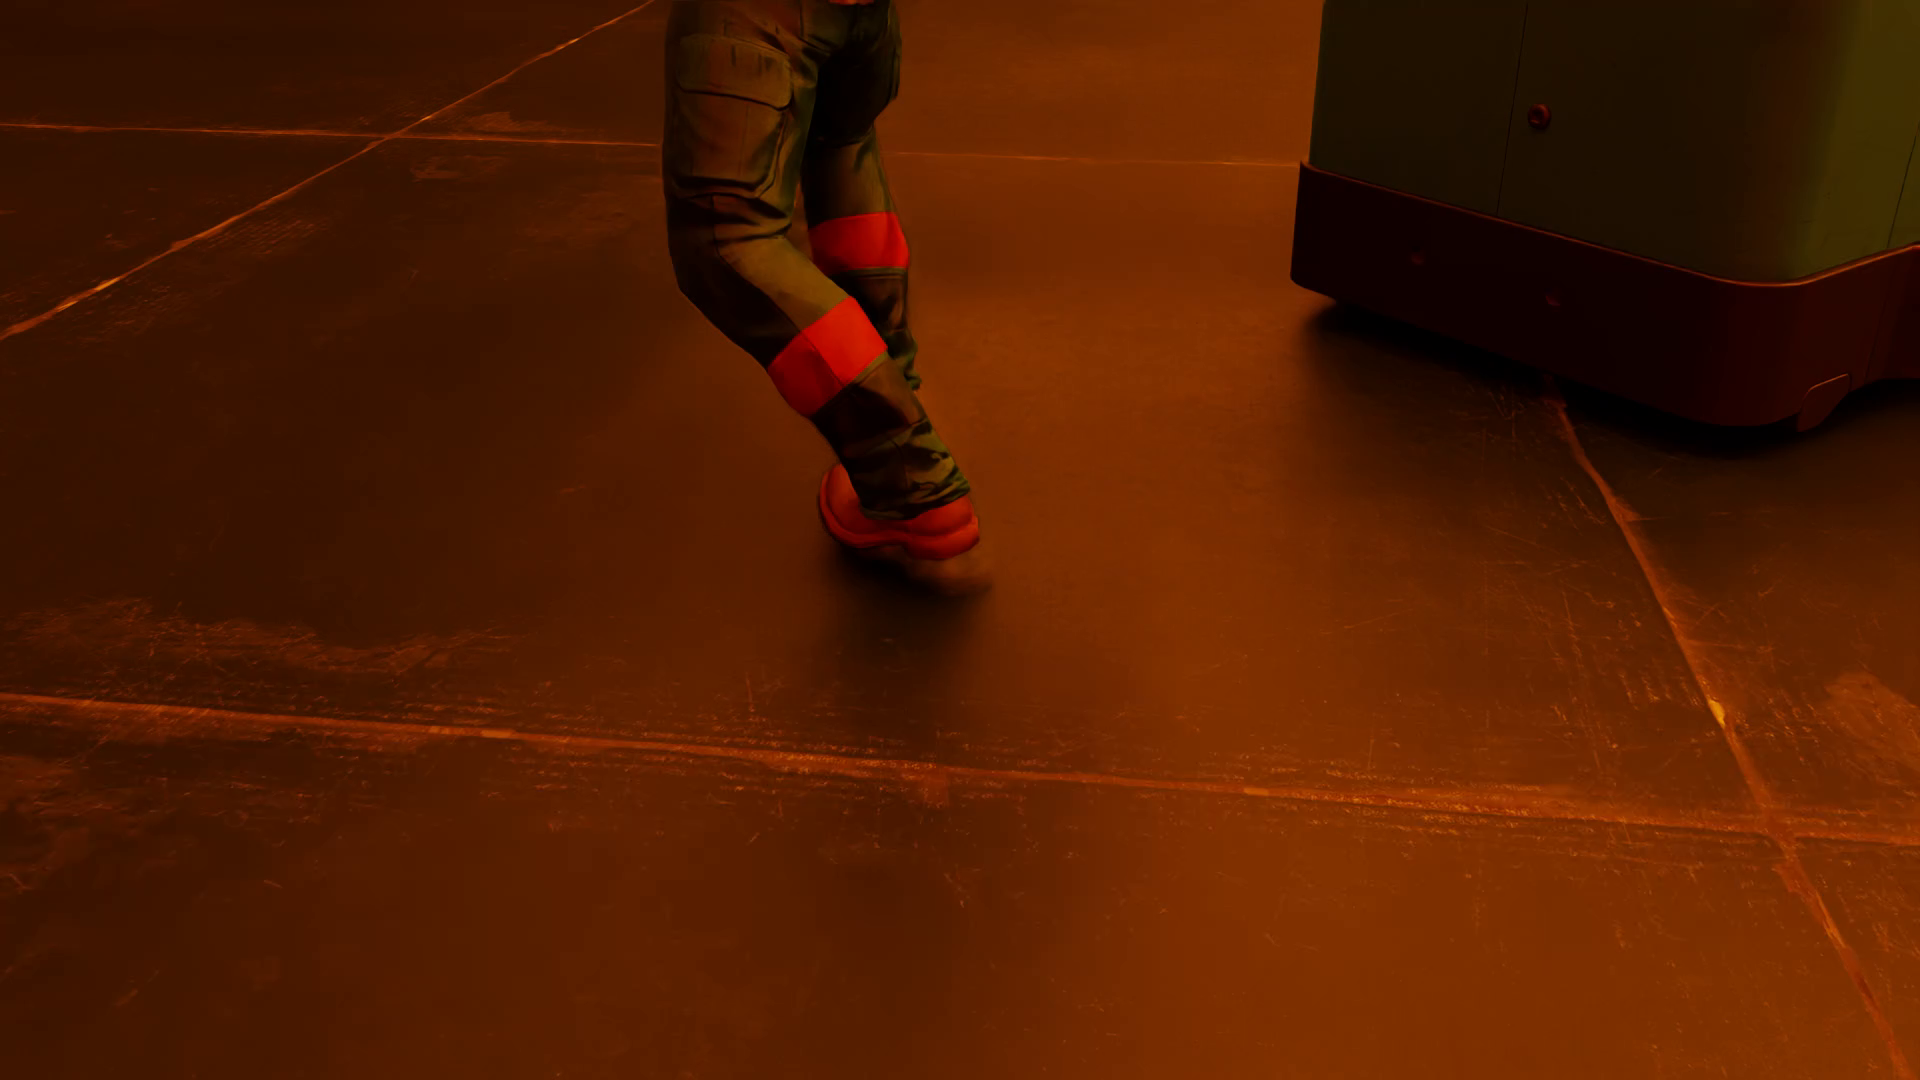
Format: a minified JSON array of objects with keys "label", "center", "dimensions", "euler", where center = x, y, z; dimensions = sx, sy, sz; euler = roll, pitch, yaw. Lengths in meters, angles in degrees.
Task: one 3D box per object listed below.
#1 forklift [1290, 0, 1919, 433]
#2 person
[{"label":"forklift","center":[2.173,-1.996,3.218],"dimensions":[3.031,2.935,1.130],"euler":[-18,32,-31]},{"label":"person","center":[-0.199,-0.892,2.443],"dimensions":[0.870,1.624,0.859],"euler":[14,30,25]}]
